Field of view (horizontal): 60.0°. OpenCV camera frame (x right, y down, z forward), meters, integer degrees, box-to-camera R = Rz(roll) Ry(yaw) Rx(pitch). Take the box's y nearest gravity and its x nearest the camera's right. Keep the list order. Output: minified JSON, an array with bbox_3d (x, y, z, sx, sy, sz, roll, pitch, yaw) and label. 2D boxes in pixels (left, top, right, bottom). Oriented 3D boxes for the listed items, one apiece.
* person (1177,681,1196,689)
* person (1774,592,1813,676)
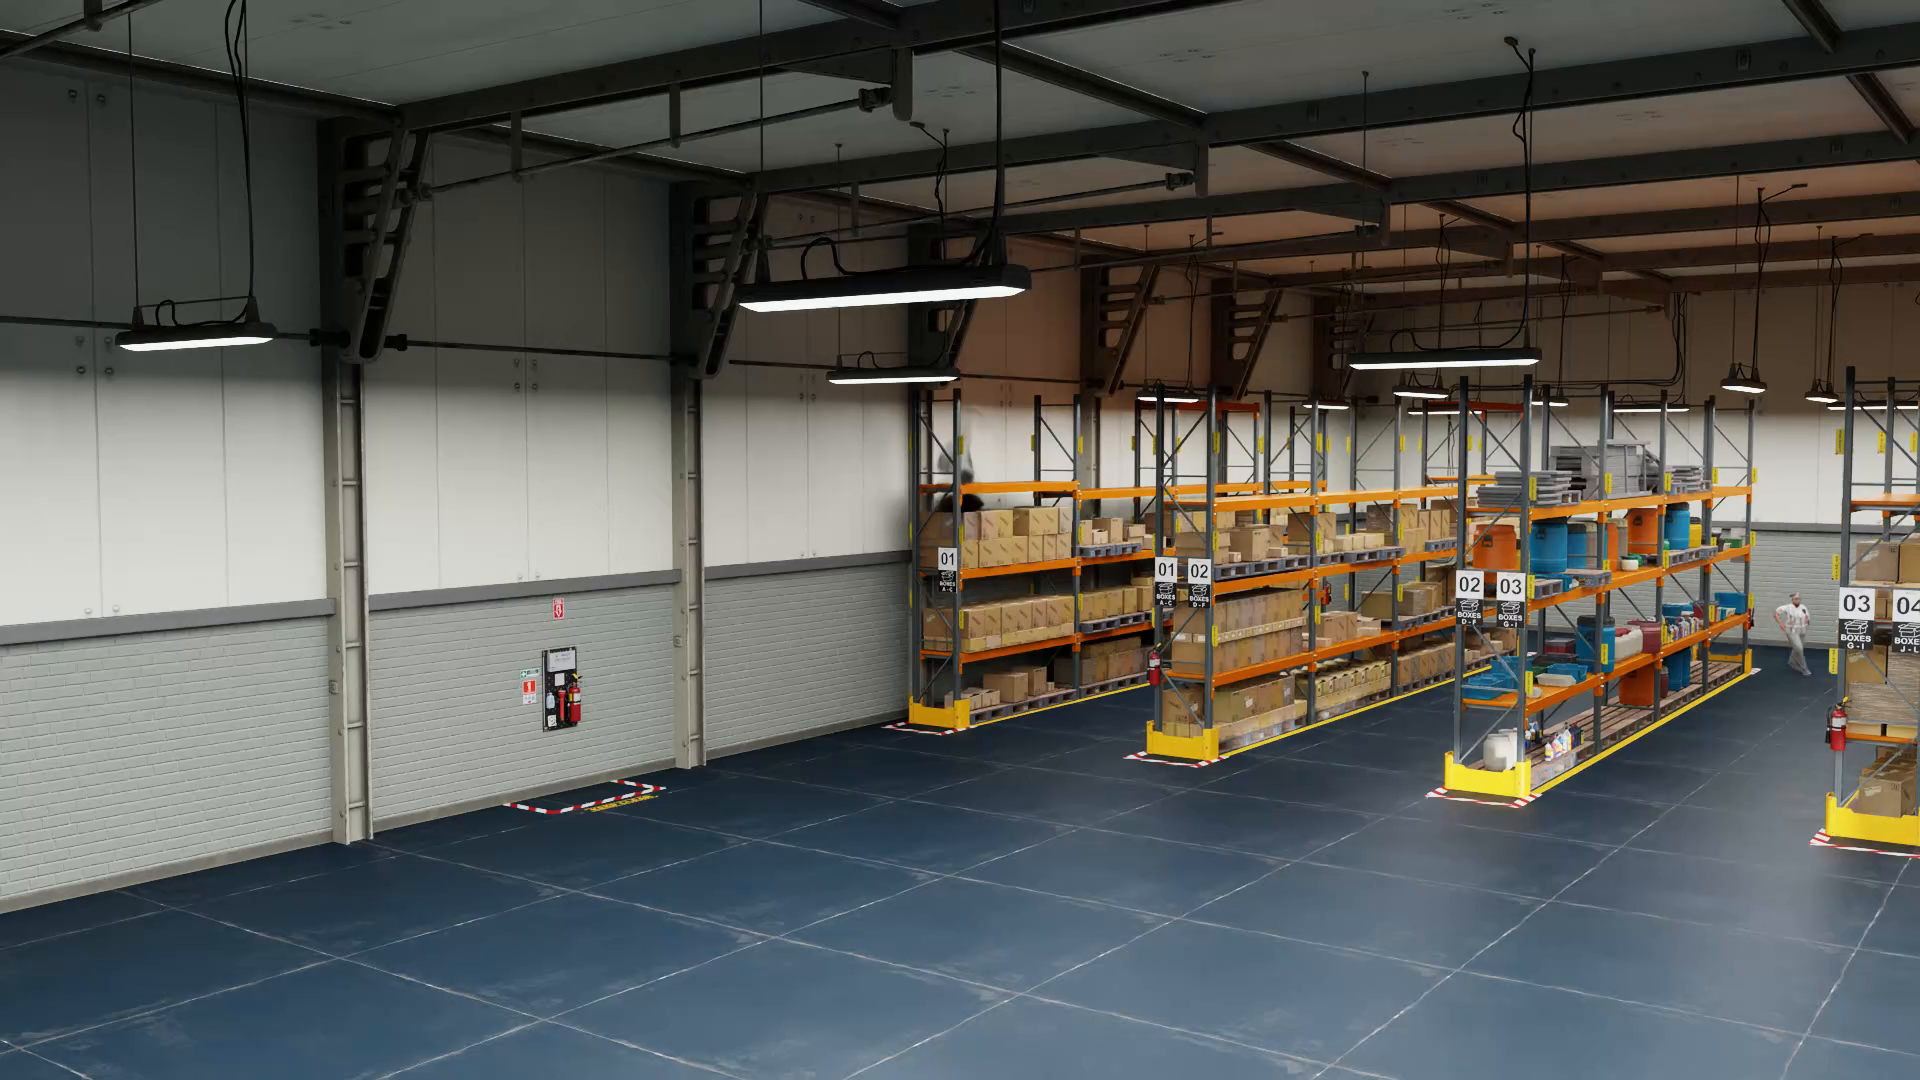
[{"bbox_3d":[4.303,2.418,31.324,0.505,1.623,0.688,2,4,29],"label":"person"},{"bbox_3d":[18.283,2.043,36.427,0.698,1.814,0.899,-1,3,-10],"label":"person"}]
